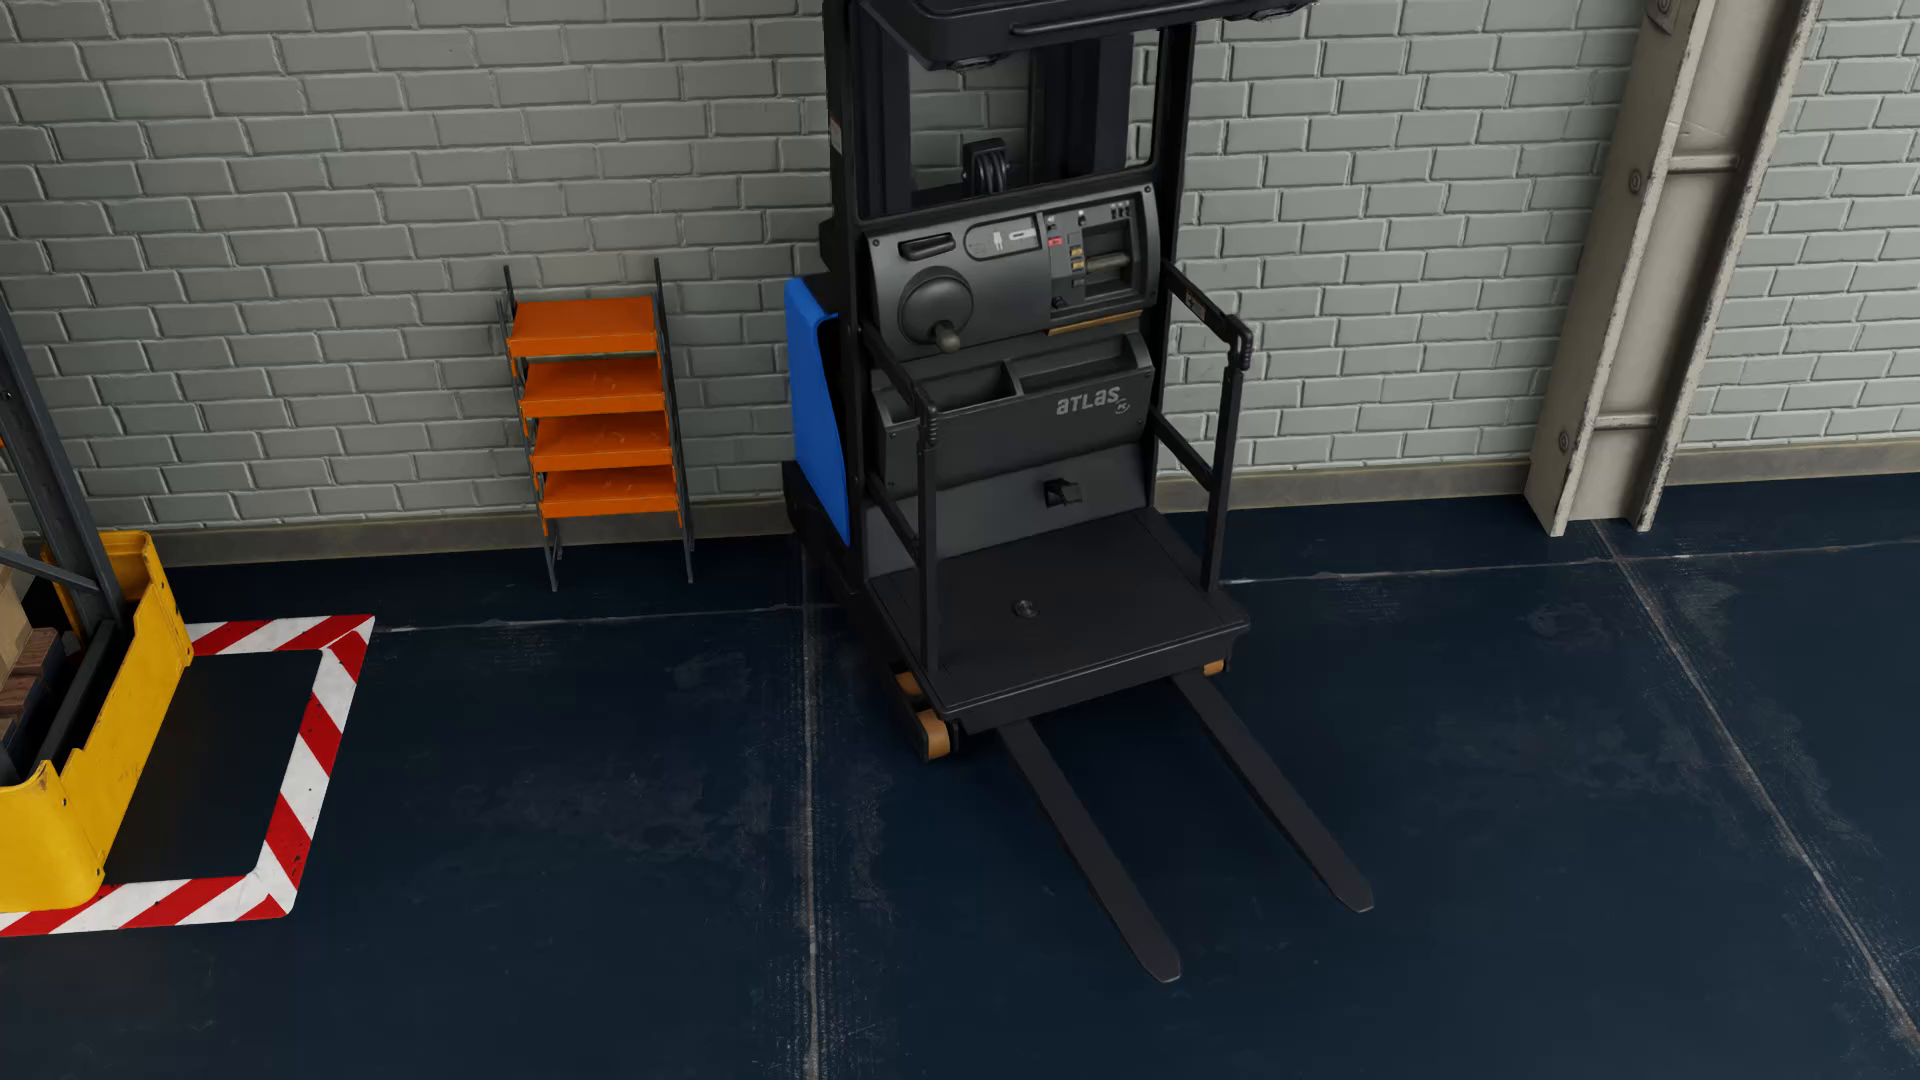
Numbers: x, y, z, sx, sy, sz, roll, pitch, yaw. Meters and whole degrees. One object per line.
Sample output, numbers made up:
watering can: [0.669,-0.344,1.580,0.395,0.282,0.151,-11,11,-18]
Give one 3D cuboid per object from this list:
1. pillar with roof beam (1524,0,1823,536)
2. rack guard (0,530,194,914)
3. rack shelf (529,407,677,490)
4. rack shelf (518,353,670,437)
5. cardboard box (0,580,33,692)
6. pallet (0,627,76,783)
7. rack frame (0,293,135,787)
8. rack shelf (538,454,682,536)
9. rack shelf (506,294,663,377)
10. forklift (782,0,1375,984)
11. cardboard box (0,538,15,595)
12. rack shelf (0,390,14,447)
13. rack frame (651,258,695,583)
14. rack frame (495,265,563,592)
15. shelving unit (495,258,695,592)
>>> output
pillar with roof beam: [2.786,-0.996,0.248,0.400,9.000,9.100,-3,38,-4]
rack guard: [-2.774,0.530,5.175,0.348,0.500,1.175,-3,38,-4]
rack shelf: [-1.234,-0.320,5.795,0.480,0.148,0.258,-4,38,-5]
rack shelf: [-1.234,-0.495,5.656,0.480,0.148,0.258,-4,38,-5]
cardboard box: [-3.305,0.371,5.239,0.500,0.250,0.500,-3,38,-4]
pallet: [-3.556,0.713,5.176,1.213,0.211,1.003,-3,38,-4]
rack frame: [-2.798,-0.450,4.399,0.127,3.000,1.000,-3,38,-4]
rack shelf: [-1.234,-0.164,5.918,0.480,0.148,0.258,-4,38,-5]
rack shelf: [-1.234,-0.681,5.510,0.480,0.148,0.258,-4,38,-5]
forklift: [0.258,-0.746,4.829,1.130,2.935,3.031,-15,41,-18]
cardboard box: [-3.285,0.166,5.095,0.500,0.250,0.500,-2,38,-3]
rack shelf: [-4.791,-0.058,4.482,4.000,0.370,1.077,-3,38,-4]
rack frame: [-0.991,-0.388,5.773,0.015,1.200,0.240,-4,38,-5]
rack frame: [-1.477,-0.357,5.734,0.015,1.200,0.240,-4,38,-5]
shelving unit: [-1.234,-0.372,5.753,0.503,1.200,0.258,-4,38,-5]
